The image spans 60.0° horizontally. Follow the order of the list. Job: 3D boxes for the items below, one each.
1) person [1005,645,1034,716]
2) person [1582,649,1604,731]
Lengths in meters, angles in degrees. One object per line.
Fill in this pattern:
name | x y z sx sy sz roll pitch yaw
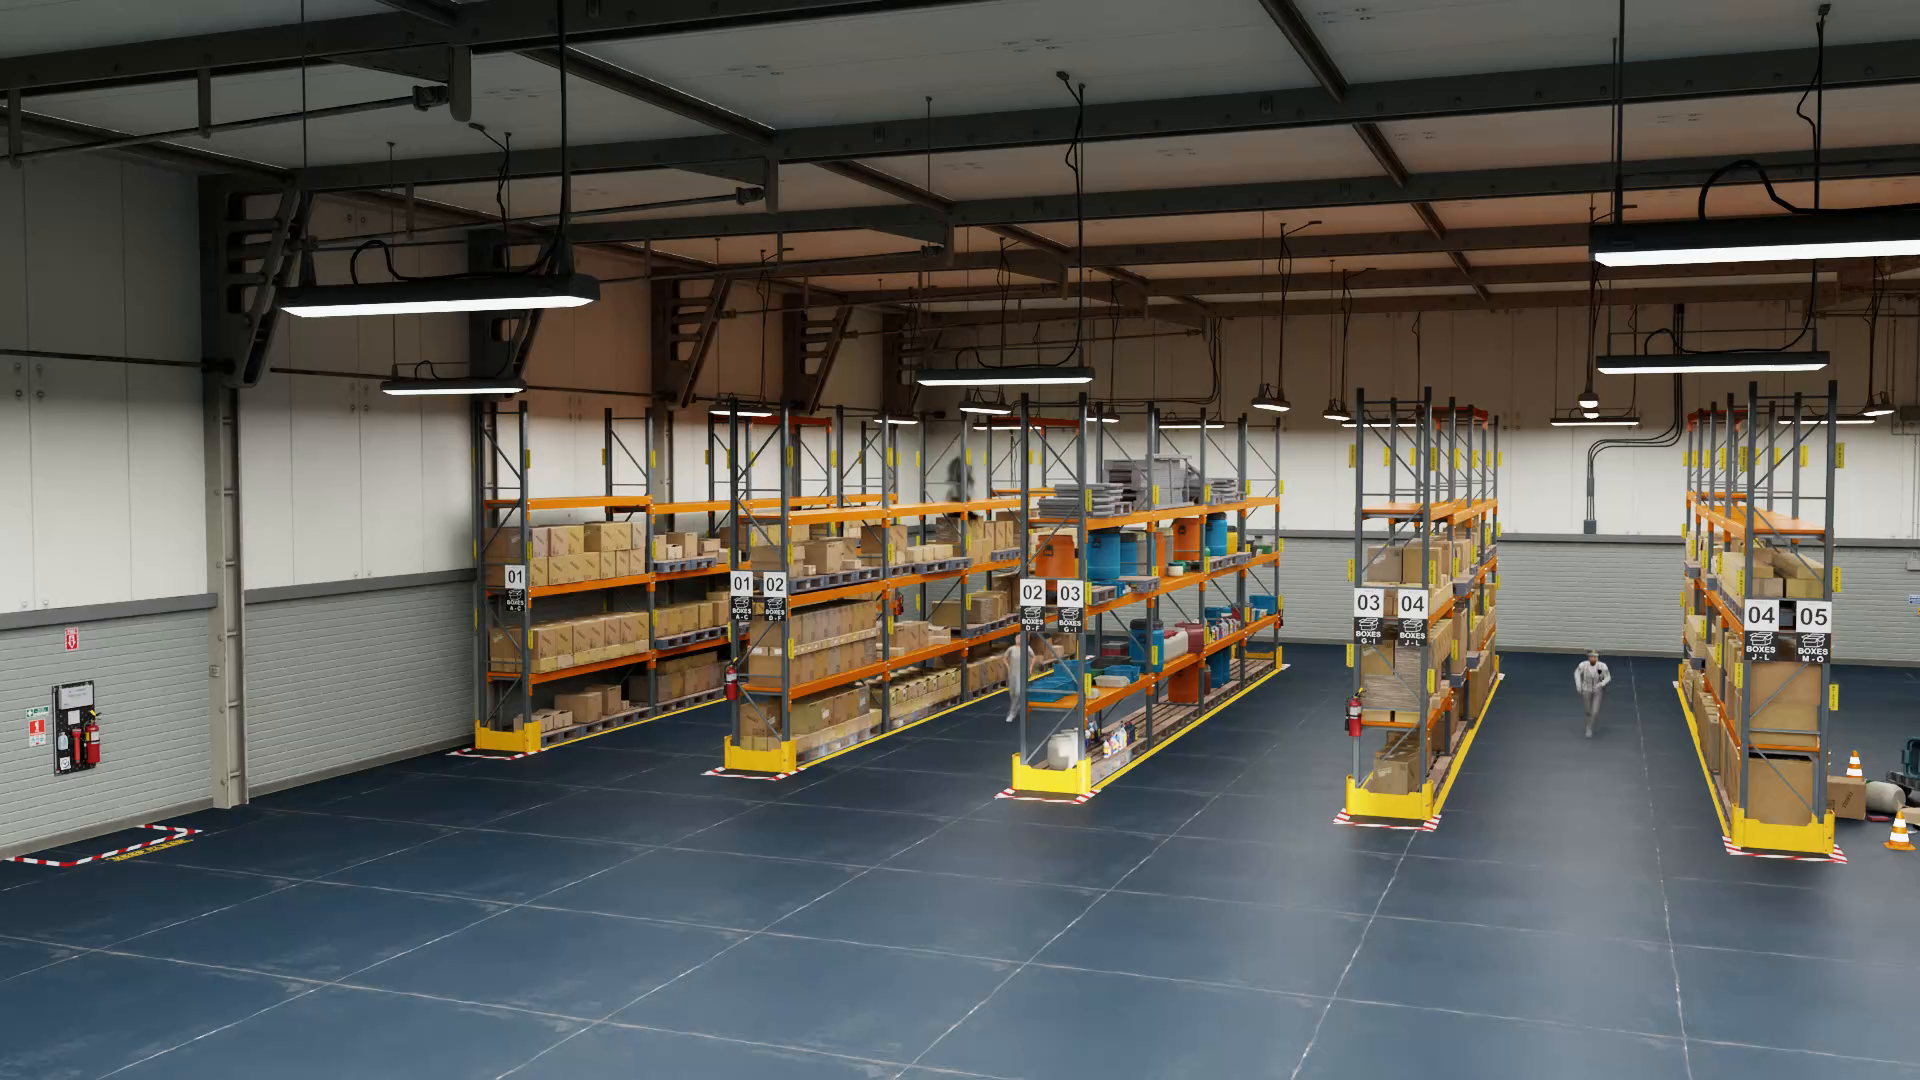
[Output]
person | 1.128 2.681 31.939 0.556 1.321 0.828 1 3 17
person | 11.432 2.714 30.035 0.363 1.538 0.609 1 3 19
